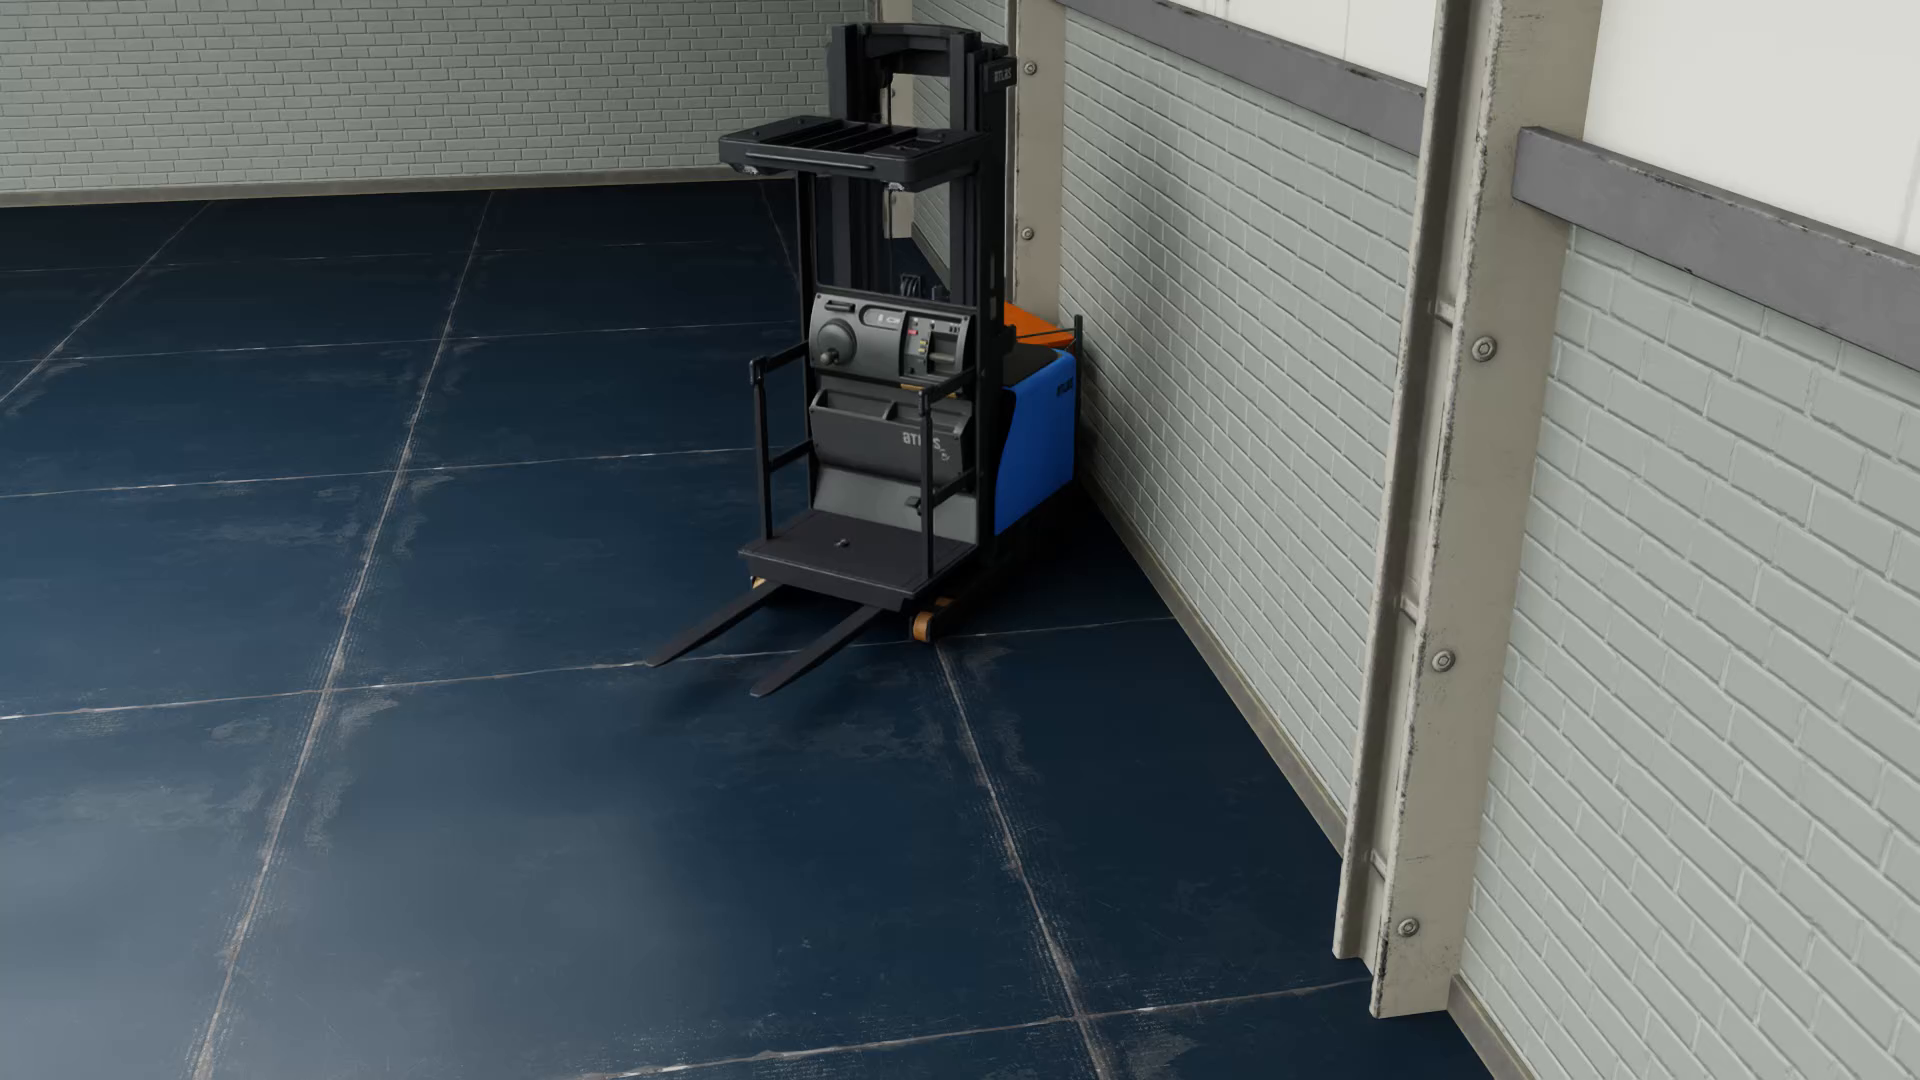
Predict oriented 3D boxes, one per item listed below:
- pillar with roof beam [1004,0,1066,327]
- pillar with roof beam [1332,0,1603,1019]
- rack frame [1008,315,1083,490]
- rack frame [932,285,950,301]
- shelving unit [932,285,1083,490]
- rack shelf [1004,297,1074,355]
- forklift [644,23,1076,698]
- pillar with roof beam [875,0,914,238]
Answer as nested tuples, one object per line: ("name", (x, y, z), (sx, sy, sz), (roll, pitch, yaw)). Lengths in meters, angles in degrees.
("pillar with roof beam", (-3.759, -4.563, 8.954), (9.100, 9.000, 0.400), (-4, 24, -10))
("pillar with roof beam", (-2.649, -2.203, 3.551), (9.100, 9.000, 0.400), (-4, 24, -10))
("rack frame", (0.514, -0.794, 10.150), (0.500, 1.125, 0.032), (-12, 26, -24))
("rack frame", (0.055, -1.154, 10.983), (0.500, 1.125, 0.032), (-12, 26, -24))
("shelving unit", (0.285, -0.974, 10.567), (0.538, 1.125, 1.048), (-12, 26, -24))
("rack shelf", (0.283, -1.242, 10.449), (0.538, 0.278, 1.000), (-12, 26, -24))
("forklift", (-0.470, -1.019, 8.421), (1.130, 2.935, 3.031), (12, 27, 26))
("pillar with roof beam", (-4.868, -6.923, 14.358), (9.100, 9.000, 0.400), (-4, 24, -10))
